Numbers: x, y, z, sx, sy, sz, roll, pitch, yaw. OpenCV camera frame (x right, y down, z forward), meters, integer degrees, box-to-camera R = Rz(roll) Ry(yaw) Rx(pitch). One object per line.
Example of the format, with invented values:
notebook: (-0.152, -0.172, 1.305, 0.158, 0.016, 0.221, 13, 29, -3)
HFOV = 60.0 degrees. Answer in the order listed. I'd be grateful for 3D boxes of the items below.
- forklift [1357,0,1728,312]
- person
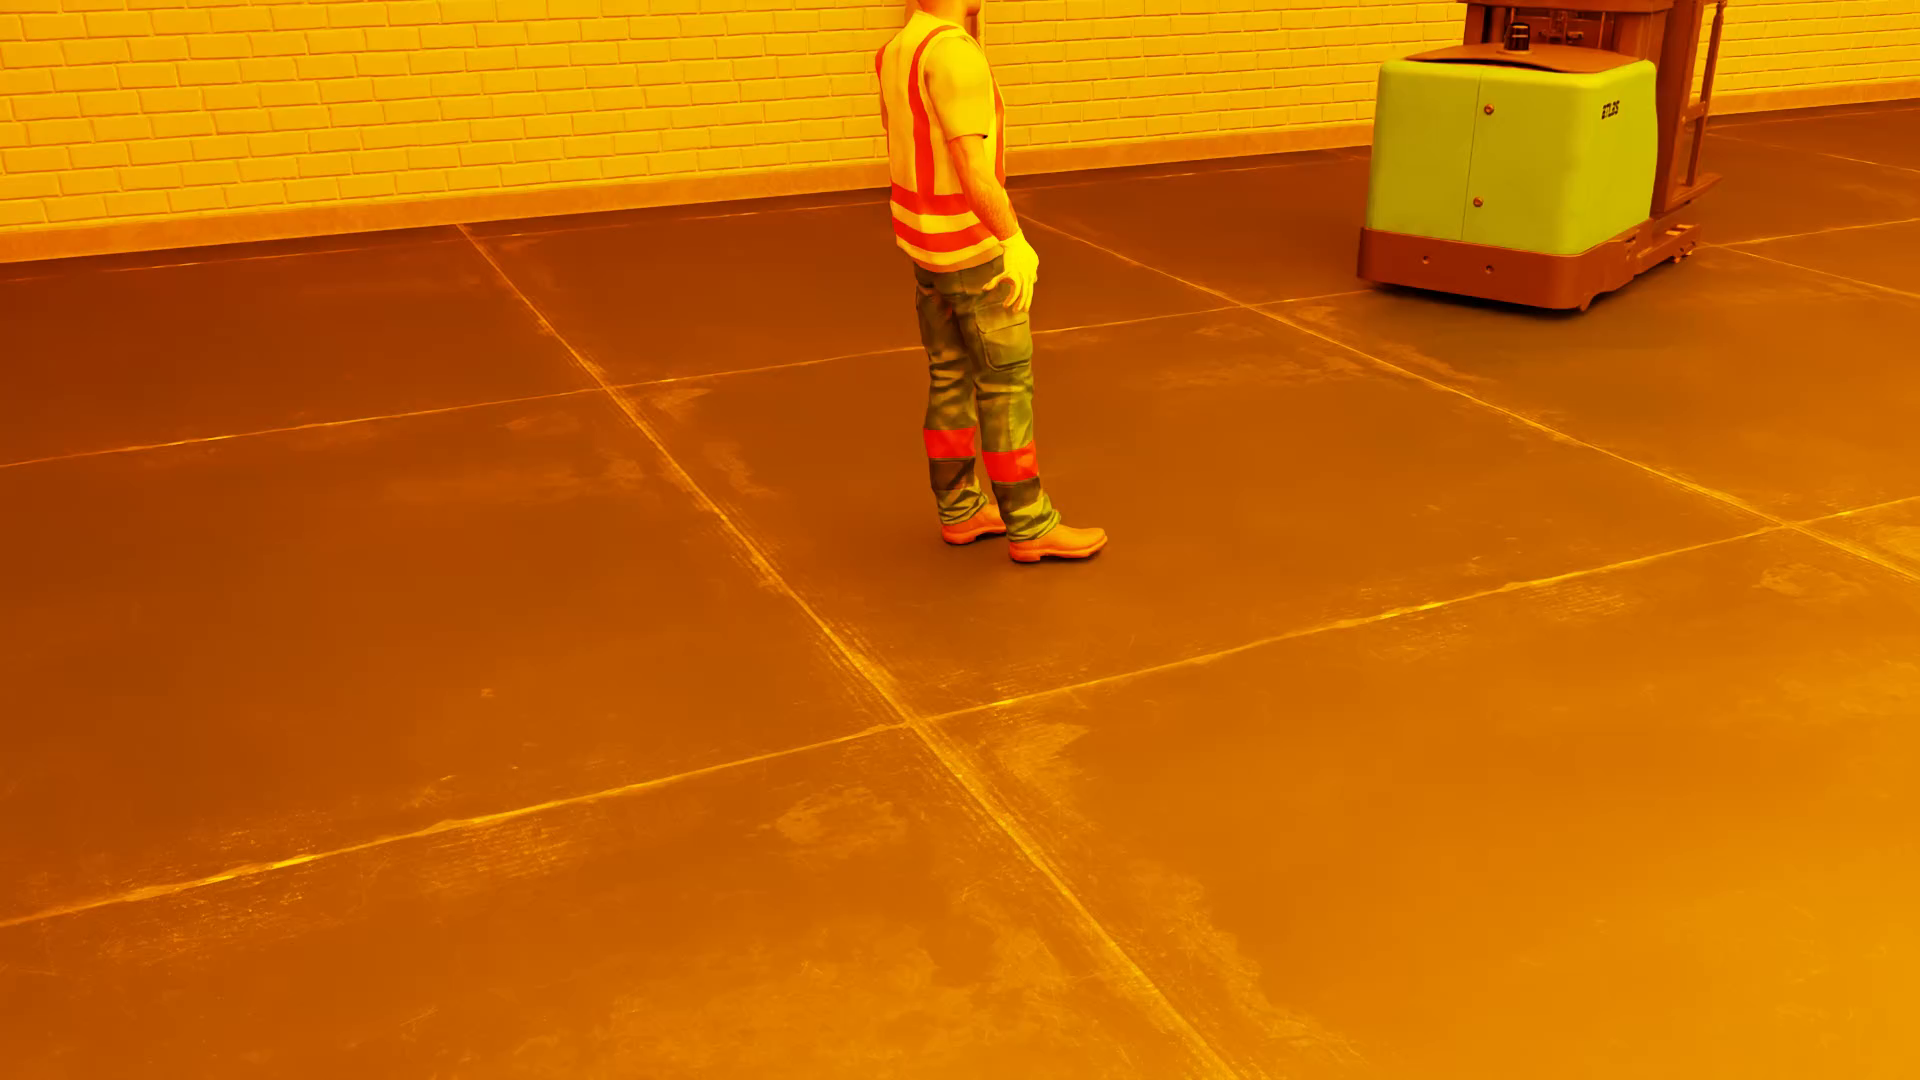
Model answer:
forklift: (3.203, -2.876, 8.210, 1.130, 2.935, 3.031, 17, 28, 35)
person: (0.078, -0.842, 4.782, 0.562, 1.790, 0.637, -10, 25, -23)
